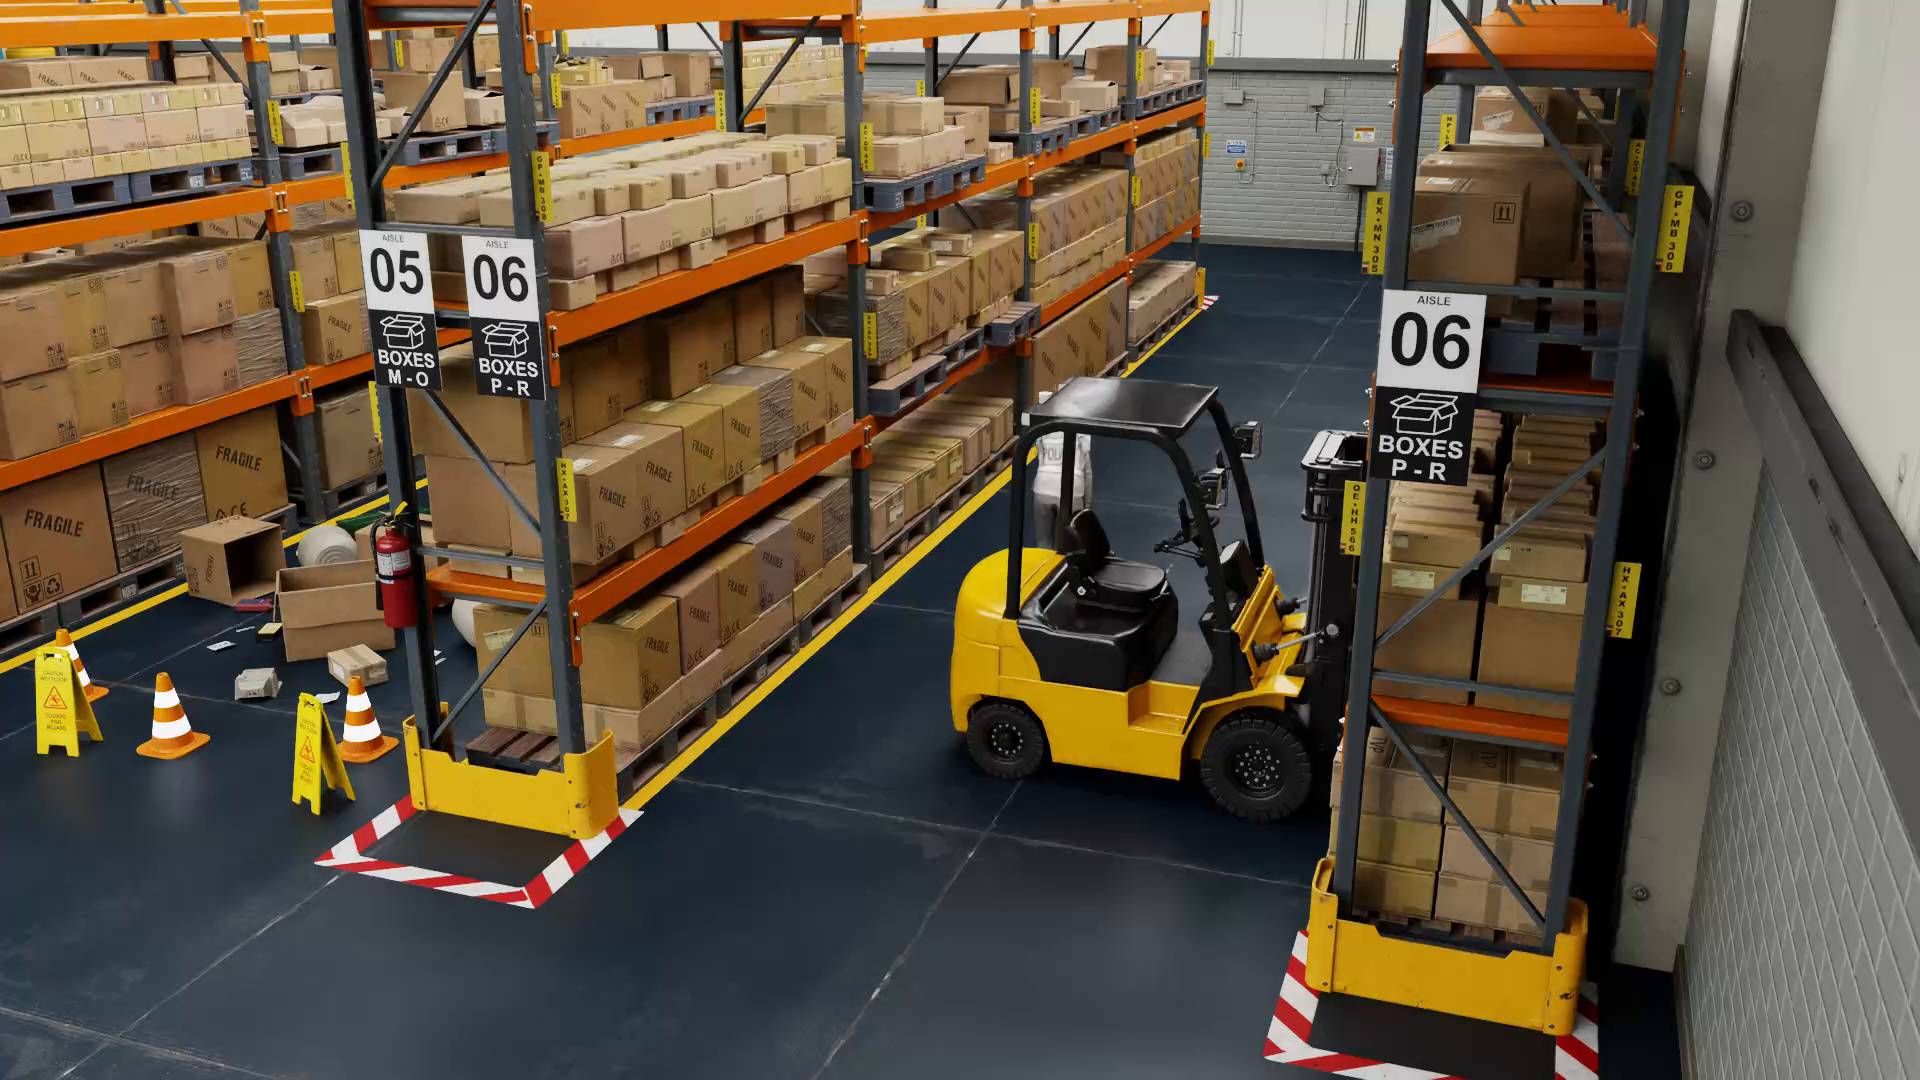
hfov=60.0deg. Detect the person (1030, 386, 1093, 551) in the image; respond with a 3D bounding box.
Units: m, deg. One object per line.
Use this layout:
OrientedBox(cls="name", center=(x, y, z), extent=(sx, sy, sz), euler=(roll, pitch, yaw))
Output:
OrientedBox(cls="person", center=(0.731, -0.303, 12.057), extent=(0.409, 1.605, 0.570), euler=(6, 20, 17))
